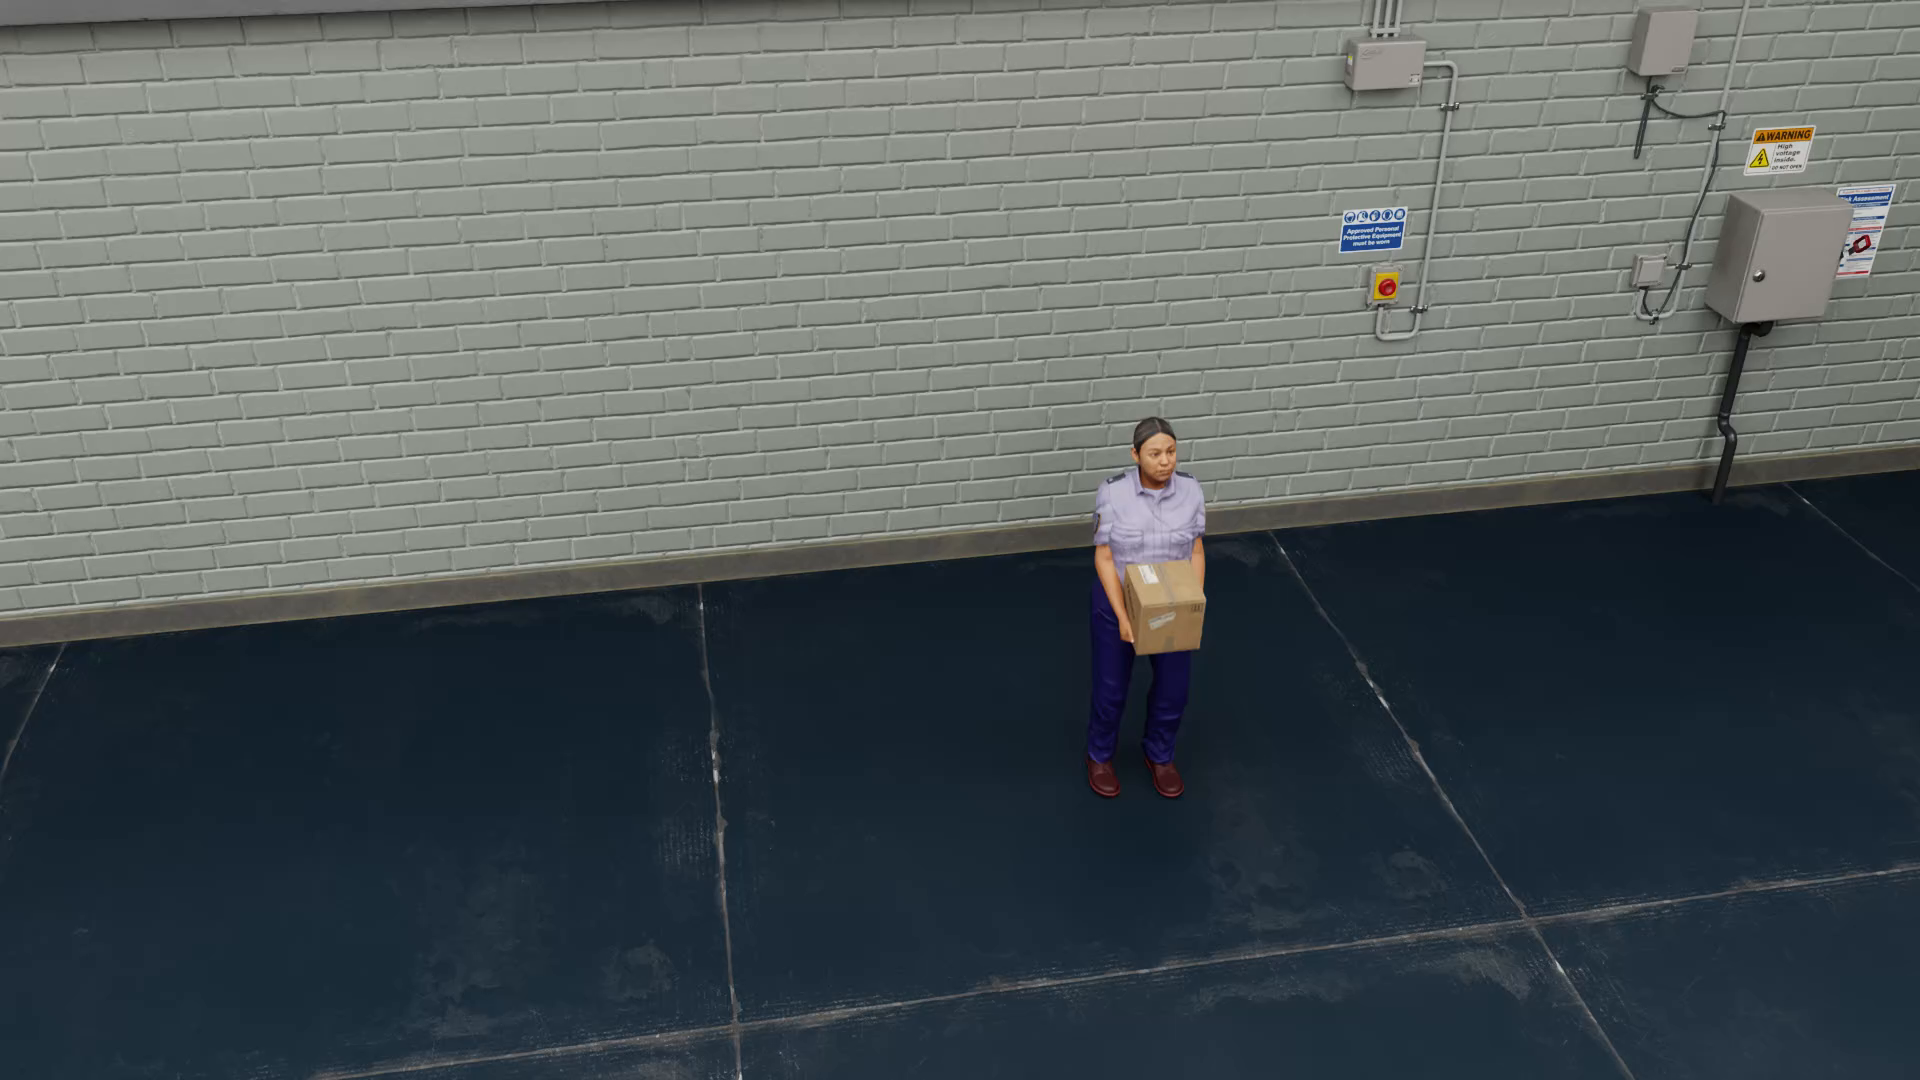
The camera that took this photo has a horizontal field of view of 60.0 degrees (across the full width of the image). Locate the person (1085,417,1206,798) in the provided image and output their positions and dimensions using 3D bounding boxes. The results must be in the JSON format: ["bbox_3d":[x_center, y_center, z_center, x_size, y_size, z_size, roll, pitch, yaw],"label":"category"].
[{"bbox_3d":[0.756,0.316,6.629,0.452,1.635,0.524,-5,31,-8],"label":"person"}]
